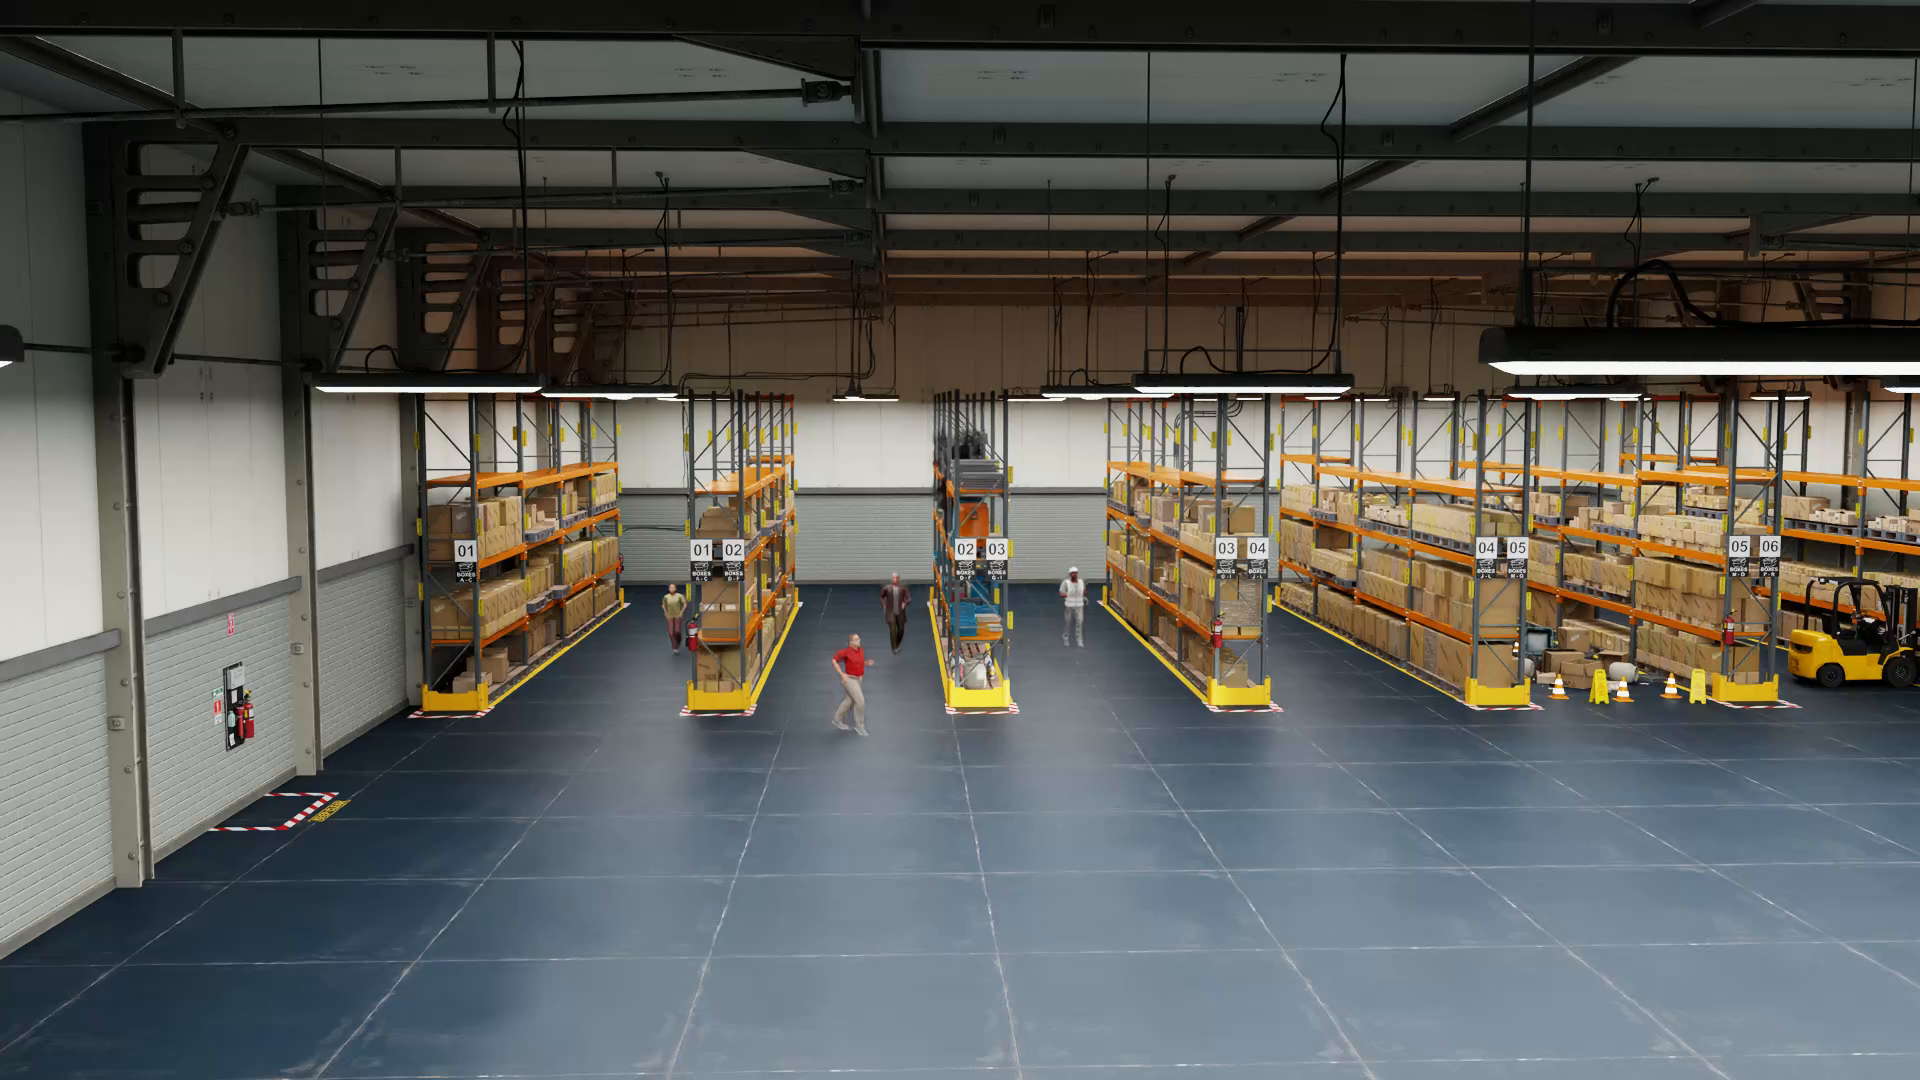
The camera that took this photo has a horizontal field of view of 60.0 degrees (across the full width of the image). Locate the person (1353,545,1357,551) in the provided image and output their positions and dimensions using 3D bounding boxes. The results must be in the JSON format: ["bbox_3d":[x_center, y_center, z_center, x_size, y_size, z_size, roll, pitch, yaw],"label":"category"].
[{"bbox_3d":[11.643,0.974,48.968,0.851,1.509,0.538,-1,5,-11],"label":"person"}]

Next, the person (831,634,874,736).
[{"bbox_3d":[-1.880,2.518,28.955,0.811,1.803,0.621,2,5,24],"label":"person"}]

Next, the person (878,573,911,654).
[{"bbox_3d":[-1.418,1.604,36.307,0.715,1.755,0.755,-1,5,-7],"label":"person"}]

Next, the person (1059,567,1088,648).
[{"bbox_3d":[2.550,1.516,37.169,0.696,1.821,0.924,-1,5,-11],"label":"person"}]

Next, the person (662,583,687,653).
[{"bbox_3d":[-6.571,1.791,38.159,0.556,1.626,0.520,0,5,-1],"label":"person"}]
